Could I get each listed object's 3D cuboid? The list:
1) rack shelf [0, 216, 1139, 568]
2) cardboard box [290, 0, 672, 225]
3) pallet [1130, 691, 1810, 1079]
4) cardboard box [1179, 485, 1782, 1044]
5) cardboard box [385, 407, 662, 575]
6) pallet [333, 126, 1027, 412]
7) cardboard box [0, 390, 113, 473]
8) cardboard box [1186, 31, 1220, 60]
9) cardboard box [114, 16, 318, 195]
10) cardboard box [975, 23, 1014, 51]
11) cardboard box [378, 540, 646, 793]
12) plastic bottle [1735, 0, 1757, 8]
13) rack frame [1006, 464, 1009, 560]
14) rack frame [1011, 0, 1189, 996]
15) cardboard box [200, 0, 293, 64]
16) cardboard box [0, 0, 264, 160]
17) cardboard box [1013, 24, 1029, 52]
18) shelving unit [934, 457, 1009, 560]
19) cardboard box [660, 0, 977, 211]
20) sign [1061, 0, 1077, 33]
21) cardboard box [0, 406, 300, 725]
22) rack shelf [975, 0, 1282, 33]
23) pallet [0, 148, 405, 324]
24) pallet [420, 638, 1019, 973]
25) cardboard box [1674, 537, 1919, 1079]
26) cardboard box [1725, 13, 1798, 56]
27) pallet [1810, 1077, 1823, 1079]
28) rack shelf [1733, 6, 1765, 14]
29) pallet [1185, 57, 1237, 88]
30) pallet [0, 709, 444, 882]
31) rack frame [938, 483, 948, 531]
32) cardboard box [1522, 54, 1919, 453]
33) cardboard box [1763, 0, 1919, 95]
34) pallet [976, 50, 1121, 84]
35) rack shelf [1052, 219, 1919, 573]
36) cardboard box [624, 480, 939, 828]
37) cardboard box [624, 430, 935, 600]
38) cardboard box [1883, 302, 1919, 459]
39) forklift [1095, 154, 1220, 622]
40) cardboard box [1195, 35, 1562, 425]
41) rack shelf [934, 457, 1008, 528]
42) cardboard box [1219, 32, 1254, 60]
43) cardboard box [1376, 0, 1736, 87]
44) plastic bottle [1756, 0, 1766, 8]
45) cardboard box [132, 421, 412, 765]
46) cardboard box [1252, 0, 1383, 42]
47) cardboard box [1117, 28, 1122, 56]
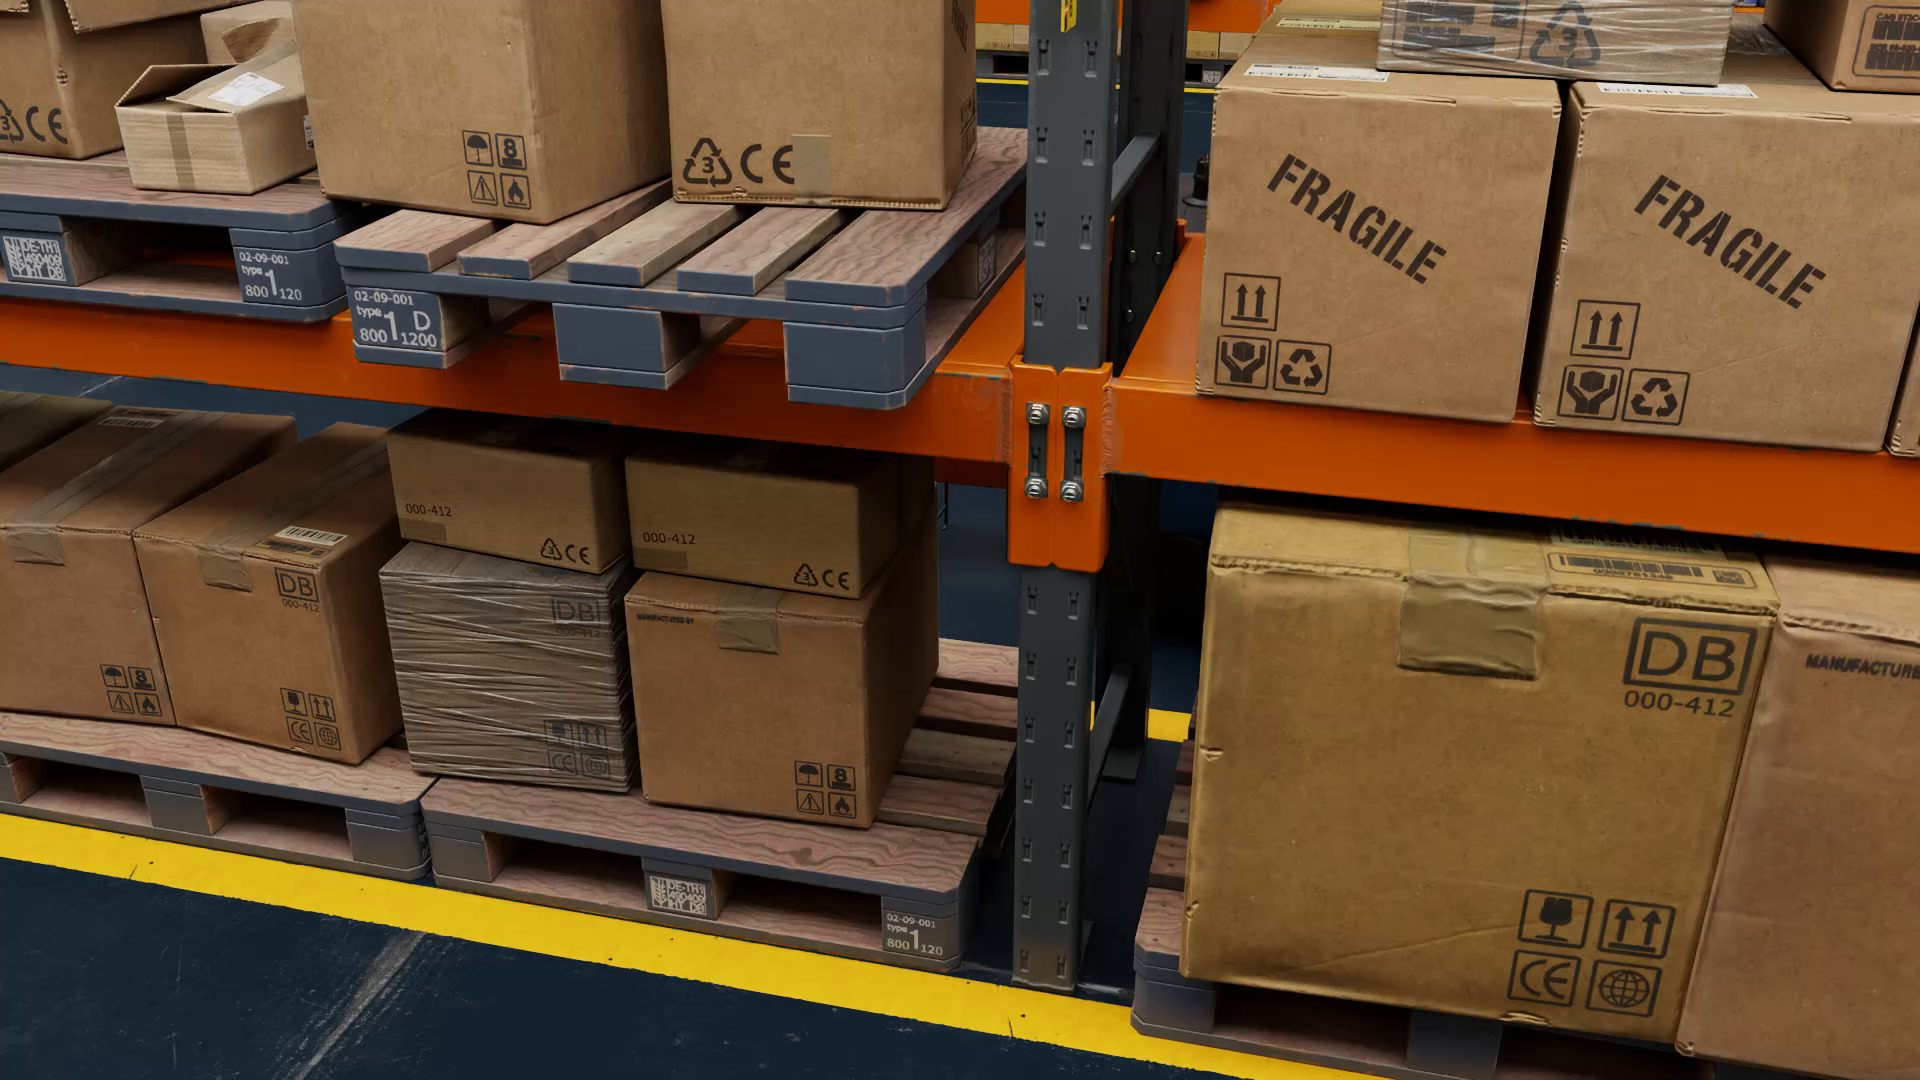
[{"bbox_3d":[-1.647,-0.545,3.741,4.000,0.370,1.077,6,26,13],"label":"rack shelf"},{"bbox_3d":[-0.809,-0.949,3.150,0.500,0.500,0.700,10,27,21],"label":"cardboard box"},{"bbox_3d":[1.035,0.720,3.493,1.213,0.211,1.003,6,26,13],"label":"pallet"},{"bbox_3d":[0.953,0.197,3.330,0.875,0.875,1.225,5,26,11],"label":"cardboard box"},{"bbox_3d":[-0.883,-0.176,3.653,0.500,0.250,0.500,9,27,19],"label":"cardboard box"},{"bbox_3d":[-0.427,-0.601,3.245,1.003,0.211,1.213,6,26,13],"label":"pallet"},{"bbox_3d":[-2.538,-0.020,4.198,0.500,0.500,0.700,6,26,13],"label":"cardboard box"},{"bbox_3d":[1.690,-3.736,12.317,0.500,0.250,0.500,6,26,12],"label":"cardboard box"},{"bbox_3d":[-1.393,-0.850,3.214,0.258,0.266,0.396,6,26,12],"label":"cardboard box"},{"bbox_3d":[0.213,-3.899,12.661,0.500,0.250,0.500,6,26,11],"label":"cardboard box"},{"bbox_3d":[-0.905,0.157,3.826,0.500,0.500,0.700,4,26,9],"label":"cardboard box"},{"bbox_3d":[3.205,-2.332,6.803,0.135,0.276,0.152,6,26,13],"label":"plastic bottle"},{"bbox_3d":[0.170,-0.455,4.985,0.008,1.050,0.200,6,26,13],"label":"rack frame"},{"bbox_3d":[0.290,-0.655,3.137,0.127,3.000,1.000,6,26,13],"label":"rack frame"},{"bbox_3d":[-1.276,-1.052,3.657,0.500,0.250,0.500,6,26,12],"label":"cardboard box"},{"bbox_3d":[-1.882,-1.173,3.615,0.637,0.503,0.797,9,27,18],"label":"cardboard box"},{"bbox_3d":[0.705,-3.845,12.546,0.500,0.250,0.500,7,26,14],"label":"cardboard box"},{"bbox_3d":[0.052,-0.468,5.012,0.252,1.050,0.215,6,26,13],"label":"shelving unit"},{"bbox_3d":[-0.243,-0.931,3.112,0.500,0.500,0.500,3,26,7],"label":"cardboard box"},{"bbox_3d":[0.164,-0.915,2.428,0.005,0.325,0.100,6,26,13],"label":"sign"},{"bbox_3d":[-1.996,0.040,4.073,0.500,0.500,0.700,4,26,9],"label":"cardboard box"},{"bbox_3d":[-0.414,-2.607,8.072,4.000,0.370,1.077,6,26,13],"label":"rack shelf"},{"bbox_3d":[-1.638,-0.764,3.587,1.213,0.211,1.003,6,26,13],"label":"pallet"},{"bbox_3d":[-0.467,0.520,3.913,1.213,0.211,1.003,6,26,13],"label":"pallet"},{"bbox_3d":[1.814,0.296,3.123,0.875,0.875,1.225,6,26,13],"label":"cardboard box"},{"bbox_3d":[1.311,-0.695,3.104,0.500,0.500,0.500,6,26,13],"label":"cardboard box"},{"bbox_3d":[2.212,0.851,3.217,1.213,0.211,1.003,6,26,13],"label":"pallet"},{"bbox_3d":[3.460,-2.178,7.173,4.000,0.370,1.077,6,26,13],"label":"rack shelf"},{"bbox_3d":[1.973,-3.624,12.617,1.213,0.211,1.003,6,26,13],"label":"pallet"},{"bbox_3d":[-1.645,0.388,4.189,1.213,0.211,1.003,6,26,13],"label":"pallet"},{"bbox_3d":[-0.066,-0.481,5.040,0.008,1.050,0.200,6,26,13],"label":"rack frame"},{"bbox_3d":[1.193,-0.481,2.654,0.500,0.500,0.500,6,26,12],"label":"cardboard box"},{"bbox_3d":[1.624,-0.997,2.572,0.637,0.503,0.797,7,26,14],"label":"cardboard box"},{"bbox_3d":[0.795,-3.756,12.893,1.213,0.211,1.003,6,26,13],"label":"pallet"},{"bbox_3d":[2.227,-0.116,2.842,4.000,0.370,1.077,6,26,13],"label":"rack shelf"},{"bbox_3d":[-0.364,0.211,3.713,0.500,0.500,0.700,5,26,10],"label":"cardboard box"},{"bbox_3d":[-0.367,-0.123,3.543,0.500,0.250,0.500,7,26,15],"label":"cardboard box"},{"bbox_3d":[1.690,-0.427,2.542,0.500,0.500,0.500,6,26,12],"label":"cardboard box"},{"bbox_3d":[1.787,-1.150,4.256,3.031,2.935,1.130,7,26,14],"label":"forklift"},{"bbox_3d":[0.693,-0.535,2.768,0.500,0.500,0.500,7,26,15],"label":"cardboard box"},{"bbox_3d":[0.052,-0.208,5.136,0.240,0.259,0.215,6,26,13],"label":"rack shelf"},{"bbox_3d":[2.190,-3.682,12.204,0.500,0.250,0.500,7,26,14],"label":"cardboard box"},{"bbox_3d":[0.994,-1.068,2.721,0.637,0.503,0.797,7,26,15],"label":"cardboard box"},{"bbox_3d":[3.359,-2.347,6.747,0.185,0.351,0.144,6,26,13],"label":"plastic bottle"},{"bbox_3d":[-1.455,0.099,3.948,0.500,0.500,0.700,9,27,17],"label":"cardboard box"},{"bbox_3d":[0.829,-0.751,3.221,0.500,0.500,0.500,7,26,15],"label":"cardboard box"},{"bbox_3d":[1.204,-3.791,12.433,0.500,0.250,0.500,7,26,14],"label":"cardboard box"}]
